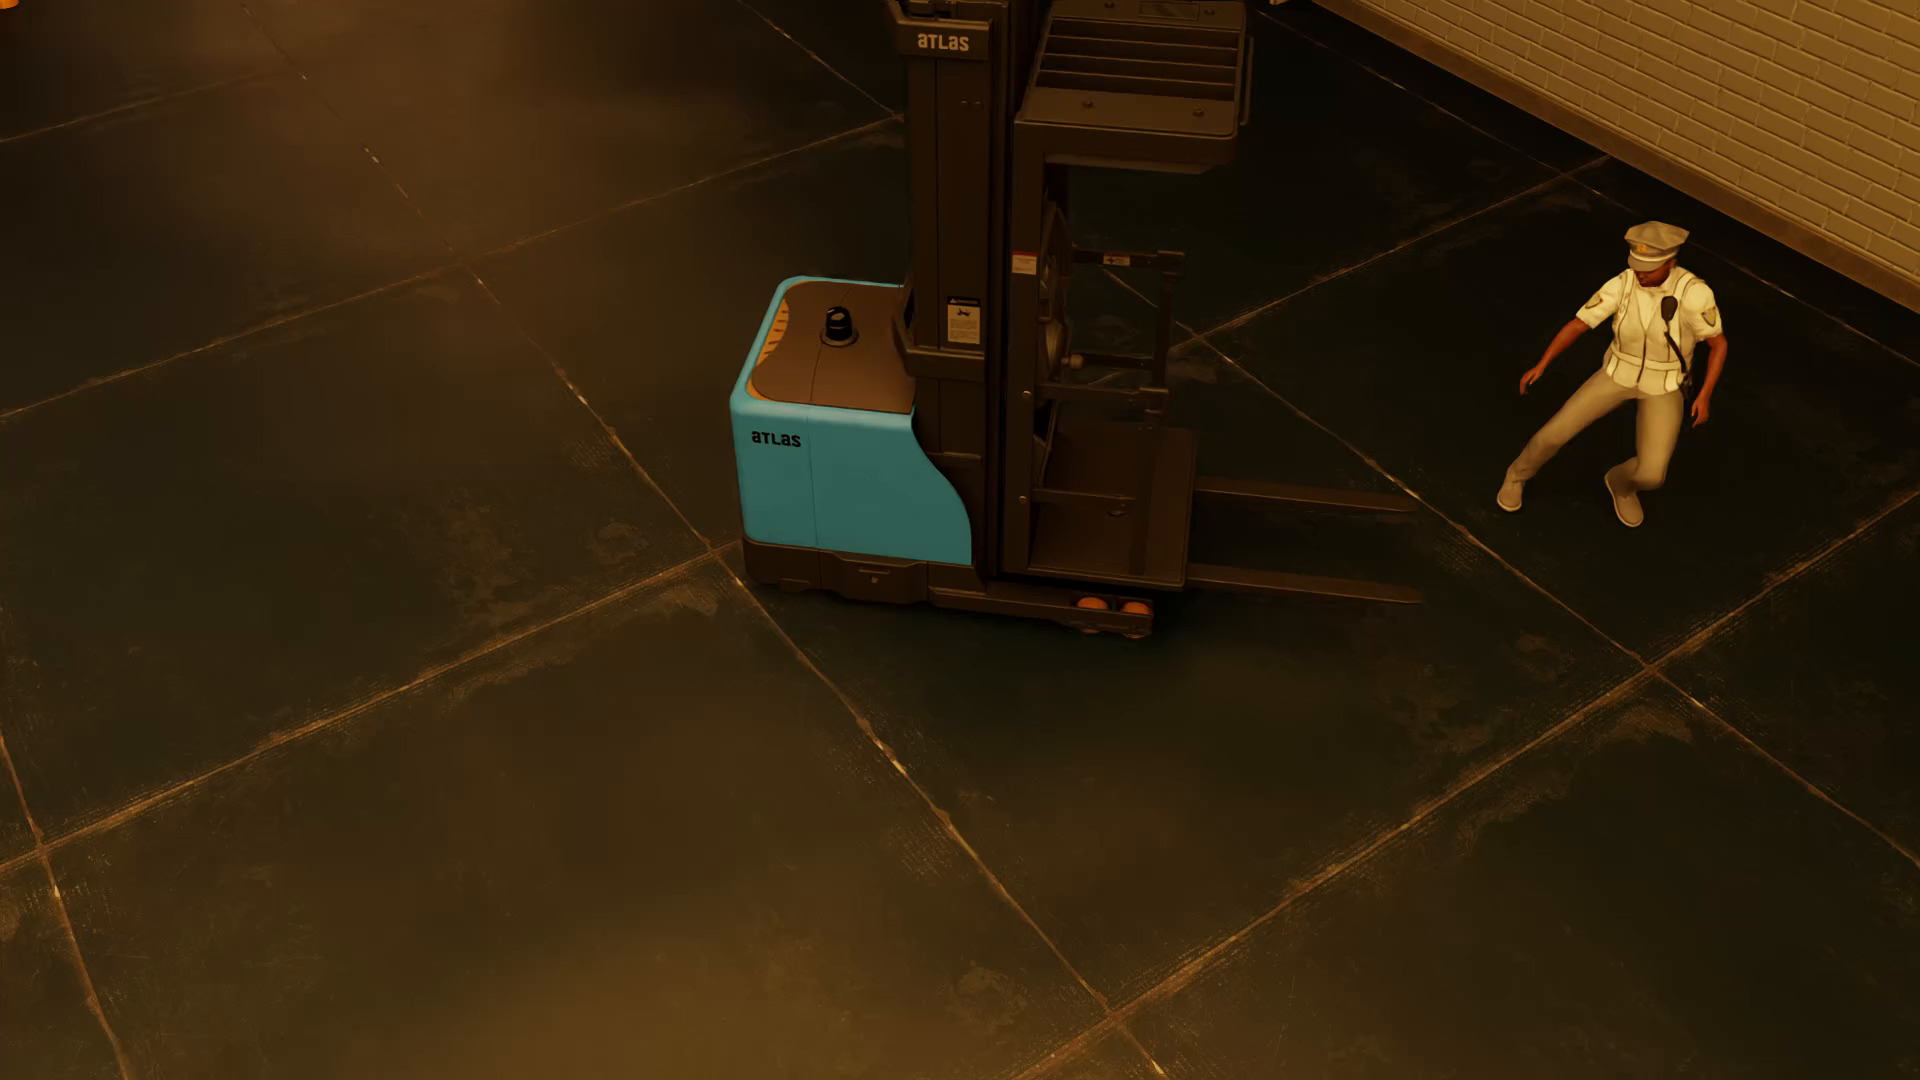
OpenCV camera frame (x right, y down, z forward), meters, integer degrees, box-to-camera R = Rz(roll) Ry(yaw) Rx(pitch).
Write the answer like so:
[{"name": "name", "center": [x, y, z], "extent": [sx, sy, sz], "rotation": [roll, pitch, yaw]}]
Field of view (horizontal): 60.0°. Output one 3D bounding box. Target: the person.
[{"name": "person", "center": [2.994, -0.684, 7.506], "extent": [0.779, 1.499, 0.631], "rotation": [26, 49, 25]}]

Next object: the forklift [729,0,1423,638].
[{"name": "forklift", "center": [0.578, -1.030, 6.833], "extent": [3.031, 2.935, 1.130], "rotation": [6, 43, 7]}]
